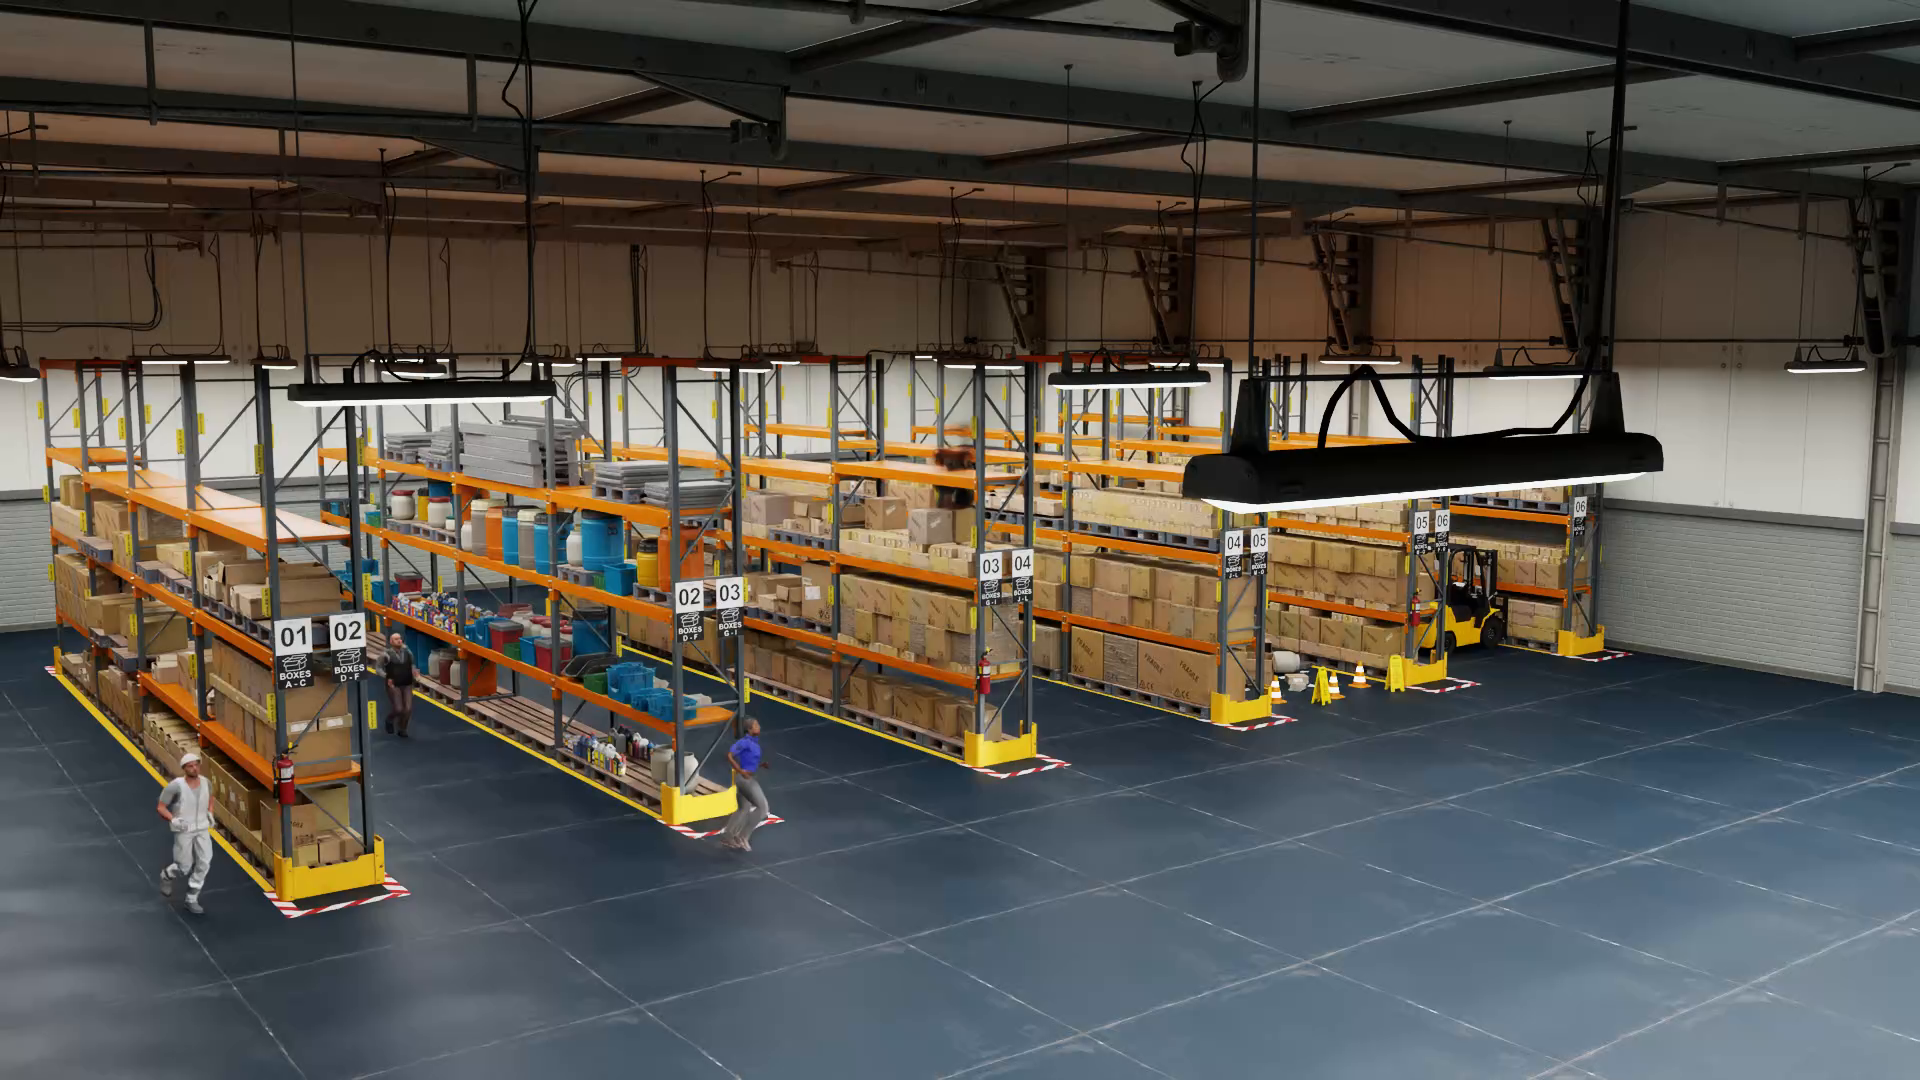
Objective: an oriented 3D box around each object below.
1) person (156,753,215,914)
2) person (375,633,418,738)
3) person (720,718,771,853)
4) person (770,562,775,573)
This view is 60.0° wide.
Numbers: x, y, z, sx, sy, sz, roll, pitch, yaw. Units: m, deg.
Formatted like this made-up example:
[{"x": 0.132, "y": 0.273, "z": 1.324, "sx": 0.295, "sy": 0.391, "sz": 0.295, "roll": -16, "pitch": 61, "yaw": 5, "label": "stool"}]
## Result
[{"x": -8.639, "y": 3.243, "z": 18.625, "sx": 0.708, "sy": 1.755, "sz": 0.680, "roll": 5, "pitch": 9, "yaw": 37, "label": "person"}, {"x": -8.921, "y": 2.323, "z": 26.491, "sx": 0.655, "sy": 1.672, "sz": 0.598, "roll": -7, "pitch": 9, "yaw": -44, "label": "person"}, {"x": -2.680, "y": 3.042, "z": 20.780, "sx": 0.642, "sy": 1.647, "sz": 0.579, "roll": 0, "pitch": 7, "yaw": -1, "label": "person"}, {"x": -3.912, "y": 1.337, "z": 34.098, "sx": 0.690, "sy": 1.819, "sz": 0.910, "roll": -6, "pitch": 9, "yaw": -41, "label": "person"}]
